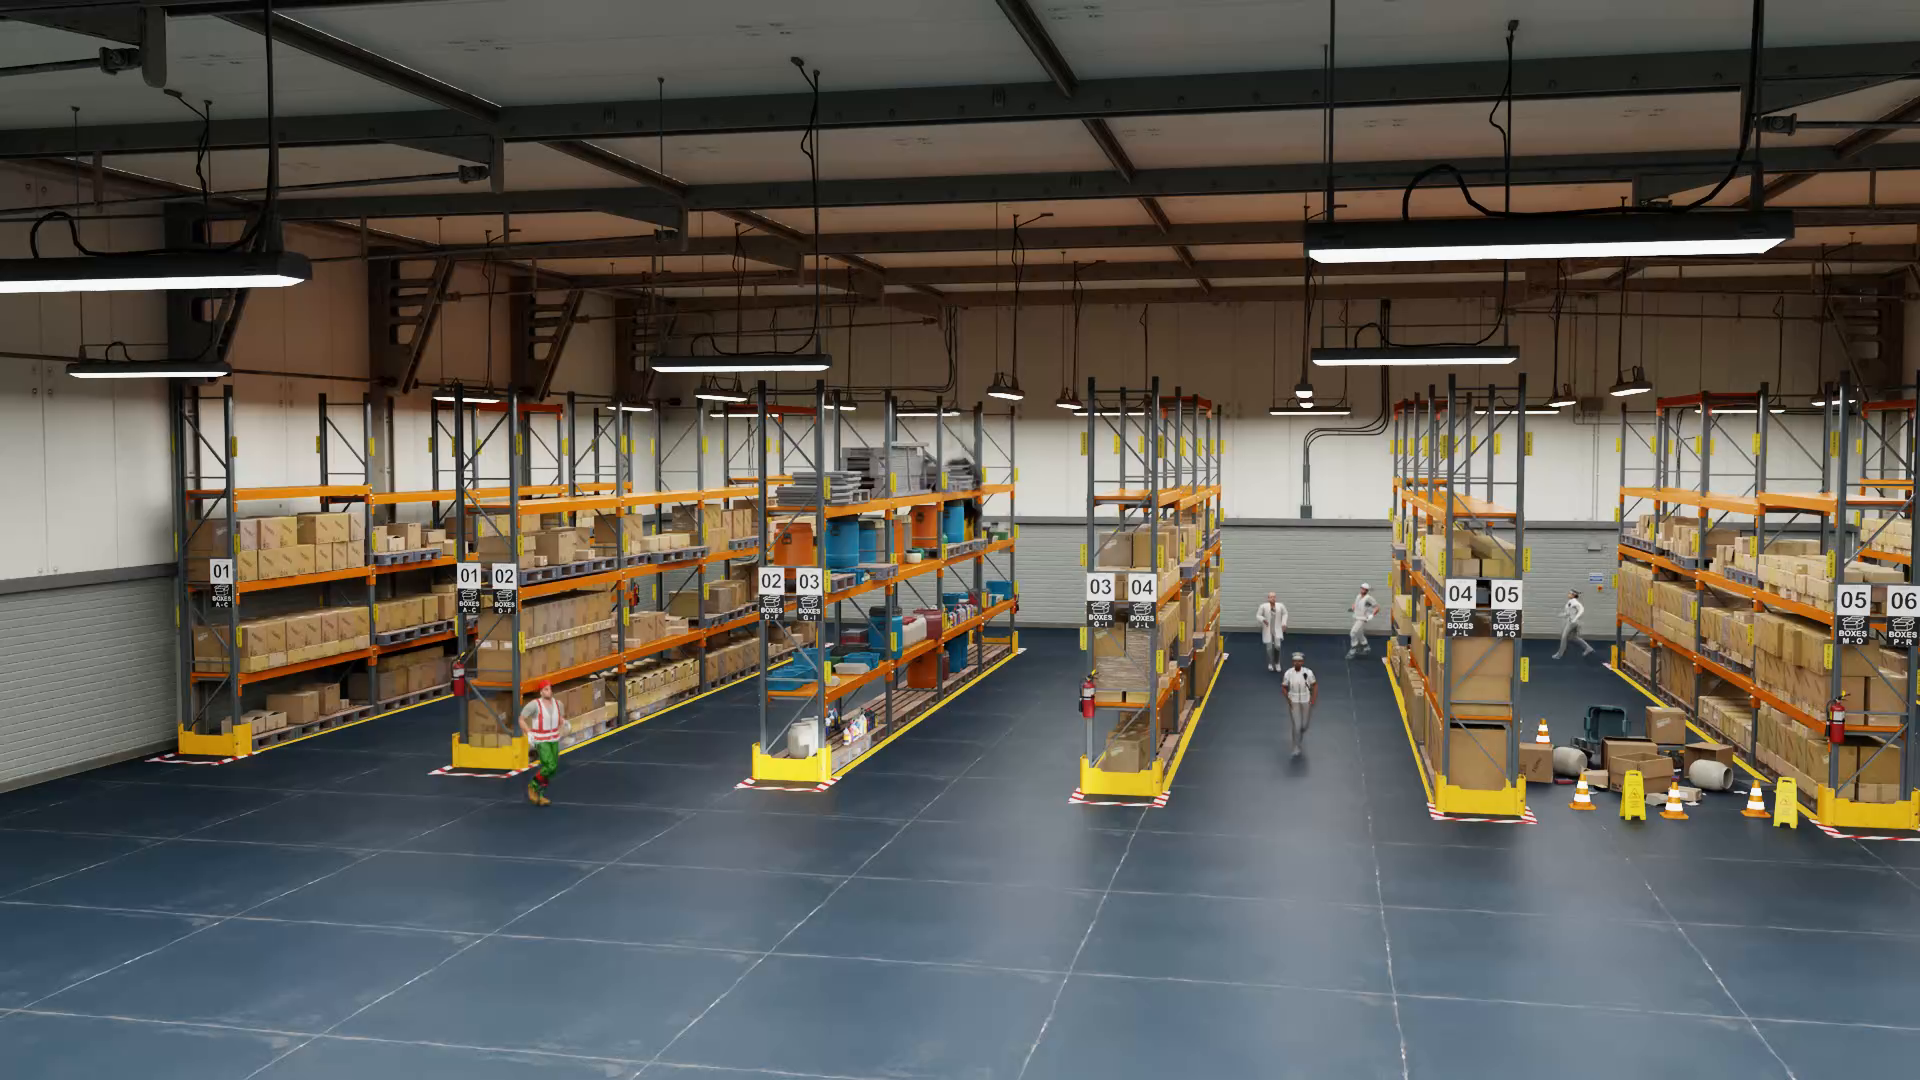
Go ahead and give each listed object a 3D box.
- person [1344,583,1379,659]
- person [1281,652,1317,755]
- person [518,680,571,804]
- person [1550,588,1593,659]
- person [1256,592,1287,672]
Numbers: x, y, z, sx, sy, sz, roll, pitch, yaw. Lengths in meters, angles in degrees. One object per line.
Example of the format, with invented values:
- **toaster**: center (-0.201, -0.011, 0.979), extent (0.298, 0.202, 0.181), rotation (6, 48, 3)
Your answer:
- **person**: center (9.475, 1.919, 39.279), extent (0.787, 1.810, 0.724), rotation (-1, 3, -20)
- **person**: center (5.555, 2.662, 27.243), extent (0.584, 1.671, 0.608), rotation (0, 3, 8)
- **person**: center (-5.729, 2.819, 23.194), extent (0.601, 1.748, 0.632), rotation (2, 4, 38)
- **person**: center (14.391, 1.966, 39.073), extent (0.945, 1.691, 0.653), rotation (1, 3, 17)
- **person**: center (6.938, 2.060, 36.987), extent (0.699, 1.790, 0.741), rotation (0, 3, 8)
